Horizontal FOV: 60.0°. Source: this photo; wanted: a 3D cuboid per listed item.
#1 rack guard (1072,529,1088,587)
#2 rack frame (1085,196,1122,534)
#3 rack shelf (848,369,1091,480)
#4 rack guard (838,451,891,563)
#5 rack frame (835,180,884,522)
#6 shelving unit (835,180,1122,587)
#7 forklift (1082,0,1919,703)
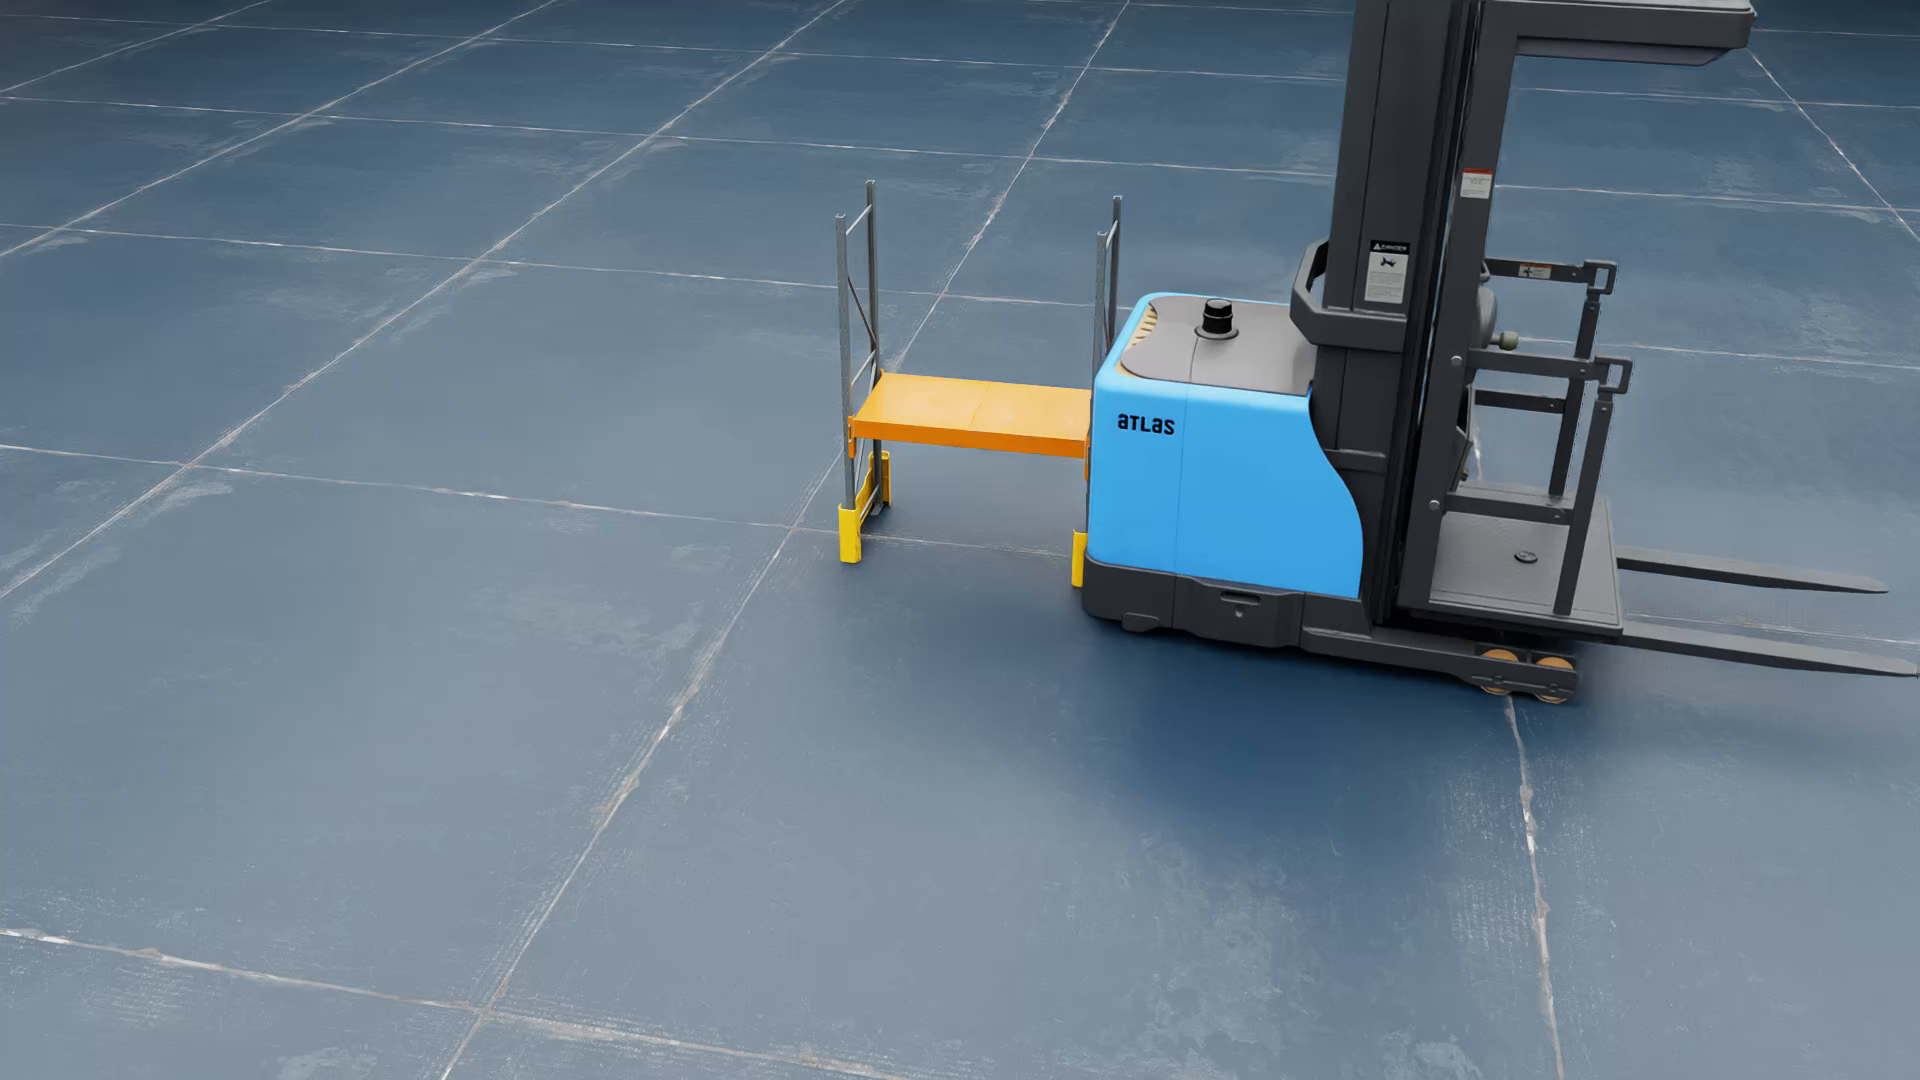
[{"bbox_3d":[0.562,-0.052,7.085,0.087,0.250,0.587,6,29,11],"label":"rack guard"},{"bbox_3d":[0.581,-0.598,6.781,0.032,1.500,0.500,6,29,11],"label":"rack frame"},{"bbox_3d":[0.083,-0.492,6.961,1.000,0.185,0.538,6,29,11],"label":"rack shelf"},{"bbox_3d":[-0.412,-0.152,7.267,0.087,0.250,0.587,6,29,11],"label":"rack guard"},{"bbox_3d":[-0.414,-0.700,6.967,0.032,1.500,0.500,6,29,11],"label":"rack frame"},{"bbox_3d":[0.075,-0.650,6.876,1.083,1.500,0.587,6,29,11],"label":"shelving unit"},{"bbox_3d":[2.060,-0.968,5.966,3.031,2.935,1.130,8,30,14],"label":"forklift"}]
